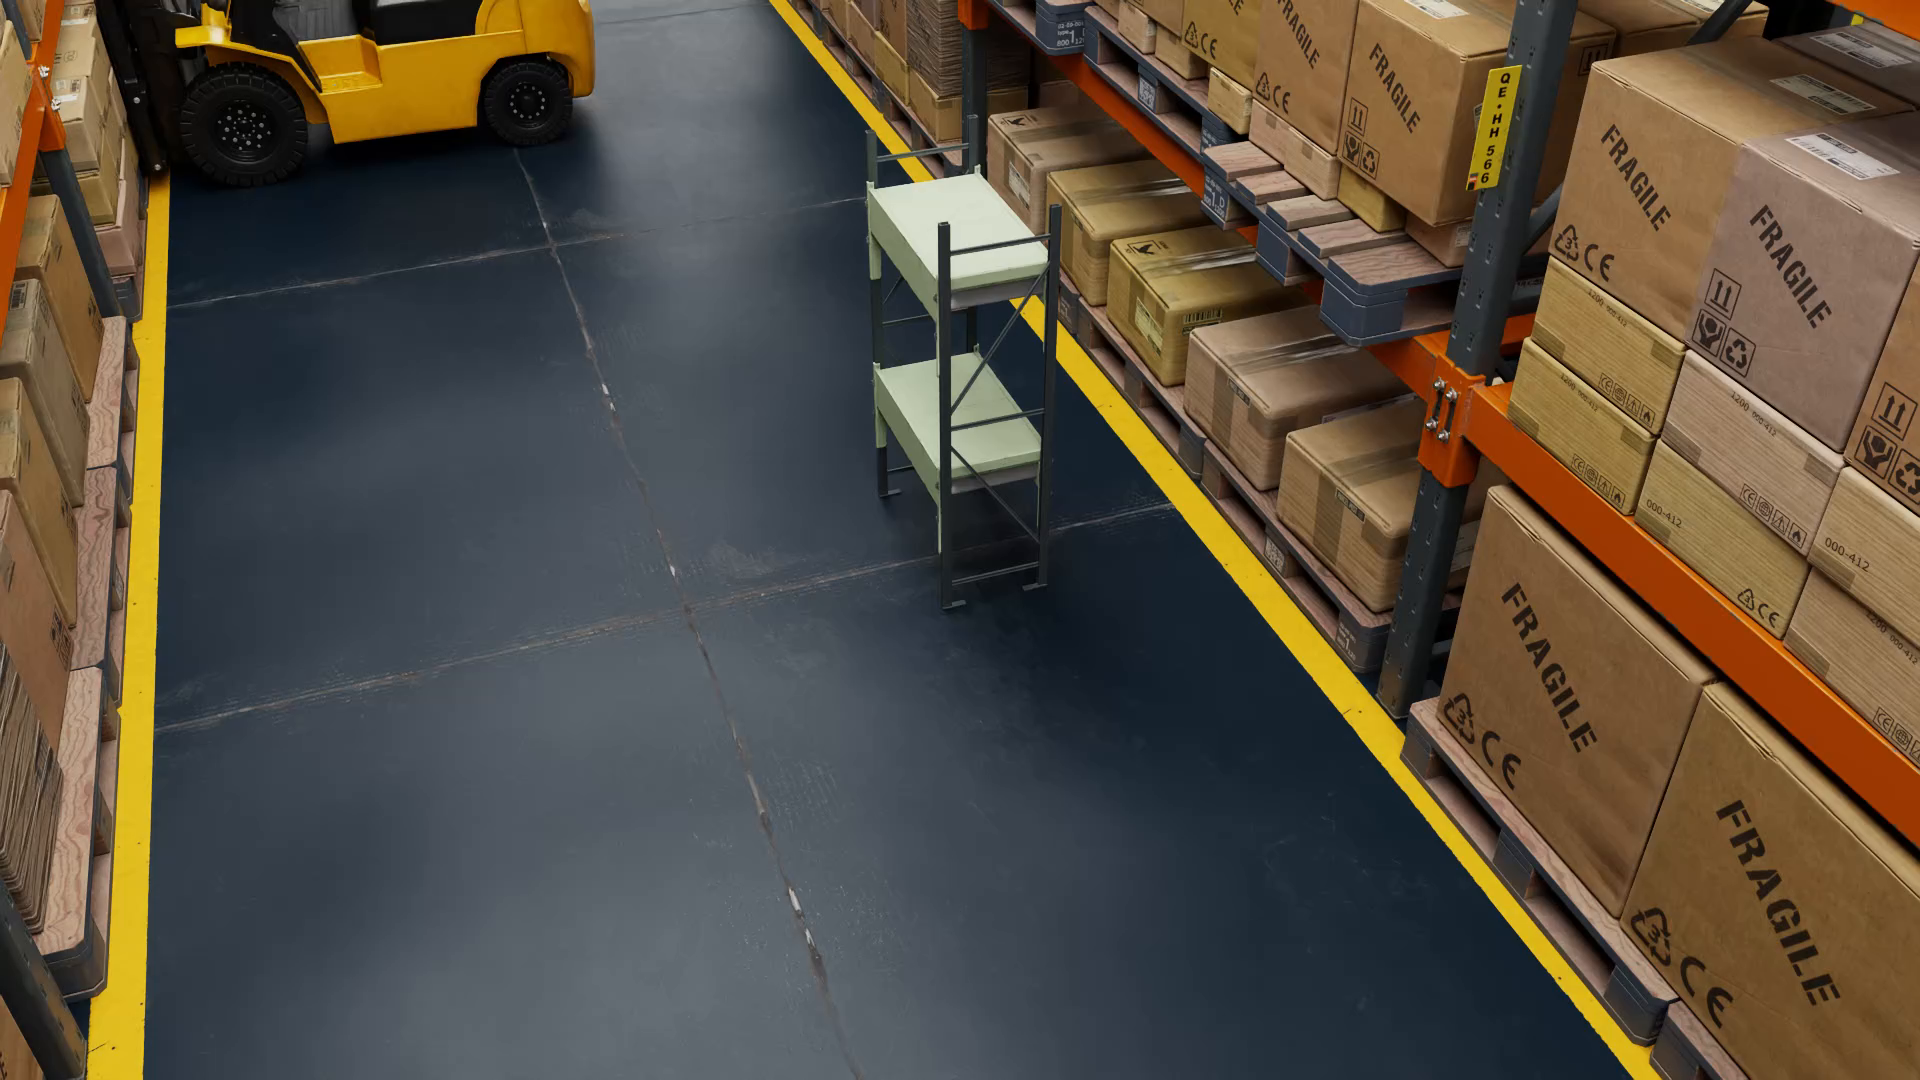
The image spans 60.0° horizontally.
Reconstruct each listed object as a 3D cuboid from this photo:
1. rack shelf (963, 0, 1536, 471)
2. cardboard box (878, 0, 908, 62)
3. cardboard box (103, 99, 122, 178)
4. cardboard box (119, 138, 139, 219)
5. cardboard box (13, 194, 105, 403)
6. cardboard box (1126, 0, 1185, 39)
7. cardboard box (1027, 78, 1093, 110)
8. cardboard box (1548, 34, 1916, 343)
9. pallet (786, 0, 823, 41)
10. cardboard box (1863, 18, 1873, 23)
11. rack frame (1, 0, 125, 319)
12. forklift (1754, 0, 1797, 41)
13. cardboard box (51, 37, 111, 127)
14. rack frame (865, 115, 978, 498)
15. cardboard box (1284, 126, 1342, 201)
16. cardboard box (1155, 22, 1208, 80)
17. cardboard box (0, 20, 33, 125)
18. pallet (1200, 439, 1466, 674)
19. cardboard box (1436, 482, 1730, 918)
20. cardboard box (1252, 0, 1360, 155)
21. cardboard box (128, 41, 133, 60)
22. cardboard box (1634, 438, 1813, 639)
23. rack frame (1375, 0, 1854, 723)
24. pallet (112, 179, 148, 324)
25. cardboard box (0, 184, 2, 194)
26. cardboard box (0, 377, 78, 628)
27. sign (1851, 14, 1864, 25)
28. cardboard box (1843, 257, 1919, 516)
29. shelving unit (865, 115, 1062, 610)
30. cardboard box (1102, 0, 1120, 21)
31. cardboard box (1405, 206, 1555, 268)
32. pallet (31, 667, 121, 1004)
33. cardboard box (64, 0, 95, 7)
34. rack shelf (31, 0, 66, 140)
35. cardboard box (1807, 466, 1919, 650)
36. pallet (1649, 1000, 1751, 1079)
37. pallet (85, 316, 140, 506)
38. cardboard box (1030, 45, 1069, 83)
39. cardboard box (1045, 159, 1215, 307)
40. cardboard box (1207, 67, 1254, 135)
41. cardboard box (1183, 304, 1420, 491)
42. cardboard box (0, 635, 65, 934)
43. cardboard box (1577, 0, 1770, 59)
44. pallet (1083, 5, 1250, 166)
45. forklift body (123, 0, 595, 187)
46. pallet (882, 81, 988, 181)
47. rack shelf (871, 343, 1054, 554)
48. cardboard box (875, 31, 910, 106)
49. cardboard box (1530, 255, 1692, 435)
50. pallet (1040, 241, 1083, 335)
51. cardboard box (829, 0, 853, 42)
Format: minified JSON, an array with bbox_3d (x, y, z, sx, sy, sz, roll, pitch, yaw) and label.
[{"bbox_3d":[1.186,-1.581,6.453,1.077,0.370,4.000,-12,39,-16],"label":"rack shelf"},{"bbox_3d":[-0.134,-2.932,8.963,0.500,0.500,0.500,-12,39,-15],"label":"cardboard box"},{"bbox_3d":[-4.213,-1.858,7.745,0.500,0.250,0.500,-13,39,-16],"label":"cardboard box"},{"bbox_3d":[-4.206,-1.663,7.901,0.500,0.250,0.500,-13,39,-17],"label":"cardboard box"},{"bbox_3d":[-3.971,-0.895,6.569,0.875,0.625,0.625,-11,38,-14],"label":"cardboard box"},{"bbox_3d":[0.907,-2.147,5.928,0.500,0.500,0.500,-14,39,-18],"label":"cardboard box"},{"bbox_3d":[0.549,-2.456,8.954,0.500,0.250,0.500,-14,39,-18],"label":"cardboard box"},{"bbox_3d":[1.815,-0.848,3.969,0.500,0.500,0.500,-14,39,-17],"label":"cardboard box"},{"bbox_3d":[-0.606,-3.634,10.900,1.003,0.211,1.213,-12,39,-16],"label":"pallet"},{"bbox_3d":[5.409,-3.017,9.283,1.050,0.750,0.750,-13,39,-16],"label":"cardboard box"},{"bbox_3d":[-4.161,-1.968,6.370,1.000,3.000,0.127,-12,39,-16],"label":"rack frame"},{"bbox_3d":[3.103,-2.397,6.997,1.130,2.935,3.031,3,37,4],"label":"forklift"},{"bbox_3d":[-4.199,-2.066,7.605,0.500,0.250,0.500,-12,39,-16],"label":"cardboard box"},{"bbox_3d":[-0.128,-0.810,6.078,0.400,1.500,0.023,-12,39,-16],"label":"rack frame"},{"bbox_3d":[1.252,-1.212,5.225,0.380,0.149,0.250,-13,39,-16],"label":"cardboard box"},{"bbox_3d":[0.933,-1.801,6.008,0.380,0.149,0.250,-14,39,-17],"label":"cardboard box"},{"bbox_3d":[-3.742,-1.678,6.109,0.500,0.250,0.500,-12,39,-15],"label":"cardboard box"},{"bbox_3d":[1.607,-0.066,6.162,1.003,0.211,1.213,-12,39,-16],"label":"pallet"},{"bbox_3d":[2.034,0.350,4.709,0.875,0.875,0.875,-13,39,-16],"label":"cardboard box"},{"bbox_3d":[1.269,-1.554,5.140,0.500,0.500,0.500,-13,39,-17],"label":"cardboard box"},{"bbox_3d":[-4.717,-2.714,8.880,0.500,0.250,0.500,-13,39,-17],"label":"cardboard box"},{"bbox_3d":[2.000,-0.063,3.966,0.500,0.250,0.500,-14,39,-17],"label":"cardboard box"},{"bbox_3d":[1.875,-0.738,4.737,1.000,3.000,0.127,-12,39,-16],"label":"rack frame"},{"bbox_3d":[-4.395,-1.312,7.816,1.003,0.211,1.213,-12,39,-16],"label":"pallet"},{"bbox_3d":[-3.422,-1.108,5.352,0.500,0.250,0.500,-12,39,-16],"label":"cardboard box"},{"bbox_3d":[-3.451,-0.031,5.422,0.875,0.625,0.625,-14,39,-18],"label":"cardboard box"},{"bbox_3d":[2.395,-1.317,4.544,0.100,0.325,0.005,-12,39,-16],"label":"sign"},{"bbox_3d":[2.158,-0.275,3.207,0.500,0.500,0.500,-11,38,-15],"label":"cardboard box"},{"bbox_3d":[-0.002,-0.603,5.804,0.431,1.500,0.755,-12,39,-16],"label":"shelving unit"},{"bbox_3d":[0.771,-2.106,6.413,0.380,0.149,0.250,-12,39,-16],"label":"cardboard box"},{"bbox_3d":[1.541,-0.942,4.867,0.380,0.149,0.250,-11,38,-14],"label":"cardboard box"},{"bbox_3d":[-3.031,0.932,4.837,1.003,0.211,1.213,-12,39,-16],"label":"pallet"},{"bbox_3d":[-4.555,-2.643,8.371,0.500,0.250,0.500,-13,39,-17],"label":"cardboard box"},{"bbox_3d":[-4.849,-2.810,8.086,1.077,0.370,4.000,-12,39,-16],"label":"rack shelf"},{"bbox_3d":[2.154,0.036,3.419,0.500,0.250,0.500,-13,39,-16],"label":"cardboard box"},{"bbox_3d":[2.491,1.525,4.050,1.003,0.211,1.213,-12,39,-16],"label":"pallet"},{"bbox_3d":[-3.871,-0.446,6.667,1.003,0.211,1.213,-12,39,-16],"label":"pallet"},{"bbox_3d":[0.549,-2.756,8.729,0.500,0.500,0.500,-11,38,-14],"label":"cardboard box"},{"bbox_3d":[0.932,-1.415,7.470,0.950,0.372,0.625,-10,38,-13],"label":"cardboard box"},{"bbox_3d":[1.065,-1.508,5.619,0.380,0.149,0.250,-12,39,-15],"label":"cardboard box"},{"bbox_3d":[1.428,-0.593,6.379,0.950,0.372,0.625,-13,39,-17],"label":"cardboard box"},{"bbox_3d":[-2.986,0.717,4.429,0.875,0.625,0.625,-11,38,-15],"label":"cardboard box"},{"bbox_3d":[1.937,-1.367,4.892,0.500,0.500,0.500,-14,39,-17],"label":"cardboard box"},{"bbox_3d":[1.155,-1.771,6.268,1.003,0.211,1.213,-12,39,-16],"label":"pallet"},{"bbox_3d":[-3.172,-3.195,8.704,2.313,2.155,1.214,-12,39,-16],"label":"forklift body"},{"bbox_3d":[0.234,-2.256,9.070,1.003,0.211,1.213,-12,39,-16],"label":"pallet"},{"bbox_3d":[-0.002,-0.342,6.000,0.431,0.370,0.720,-12,39,-16],"label":"rack shelf"},{"bbox_3d":[-0.150,-2.644,9.204,0.500,0.250,0.500,-13,39,-17],"label":"cardboard box"},{"bbox_3d":[1.817,-0.541,4.184,0.500,0.250,0.500,-13,39,-16],"label":"cardboard box"},{"bbox_3d":[0.767,-1.444,7.992,1.003,0.211,1.213,-12,39,-16],"label":"pallet"},{"bbox_3d":[-0.492,-3.218,9.966,0.500,0.250,0.500,-10,38,-13],"label":"cardboard box"}]
